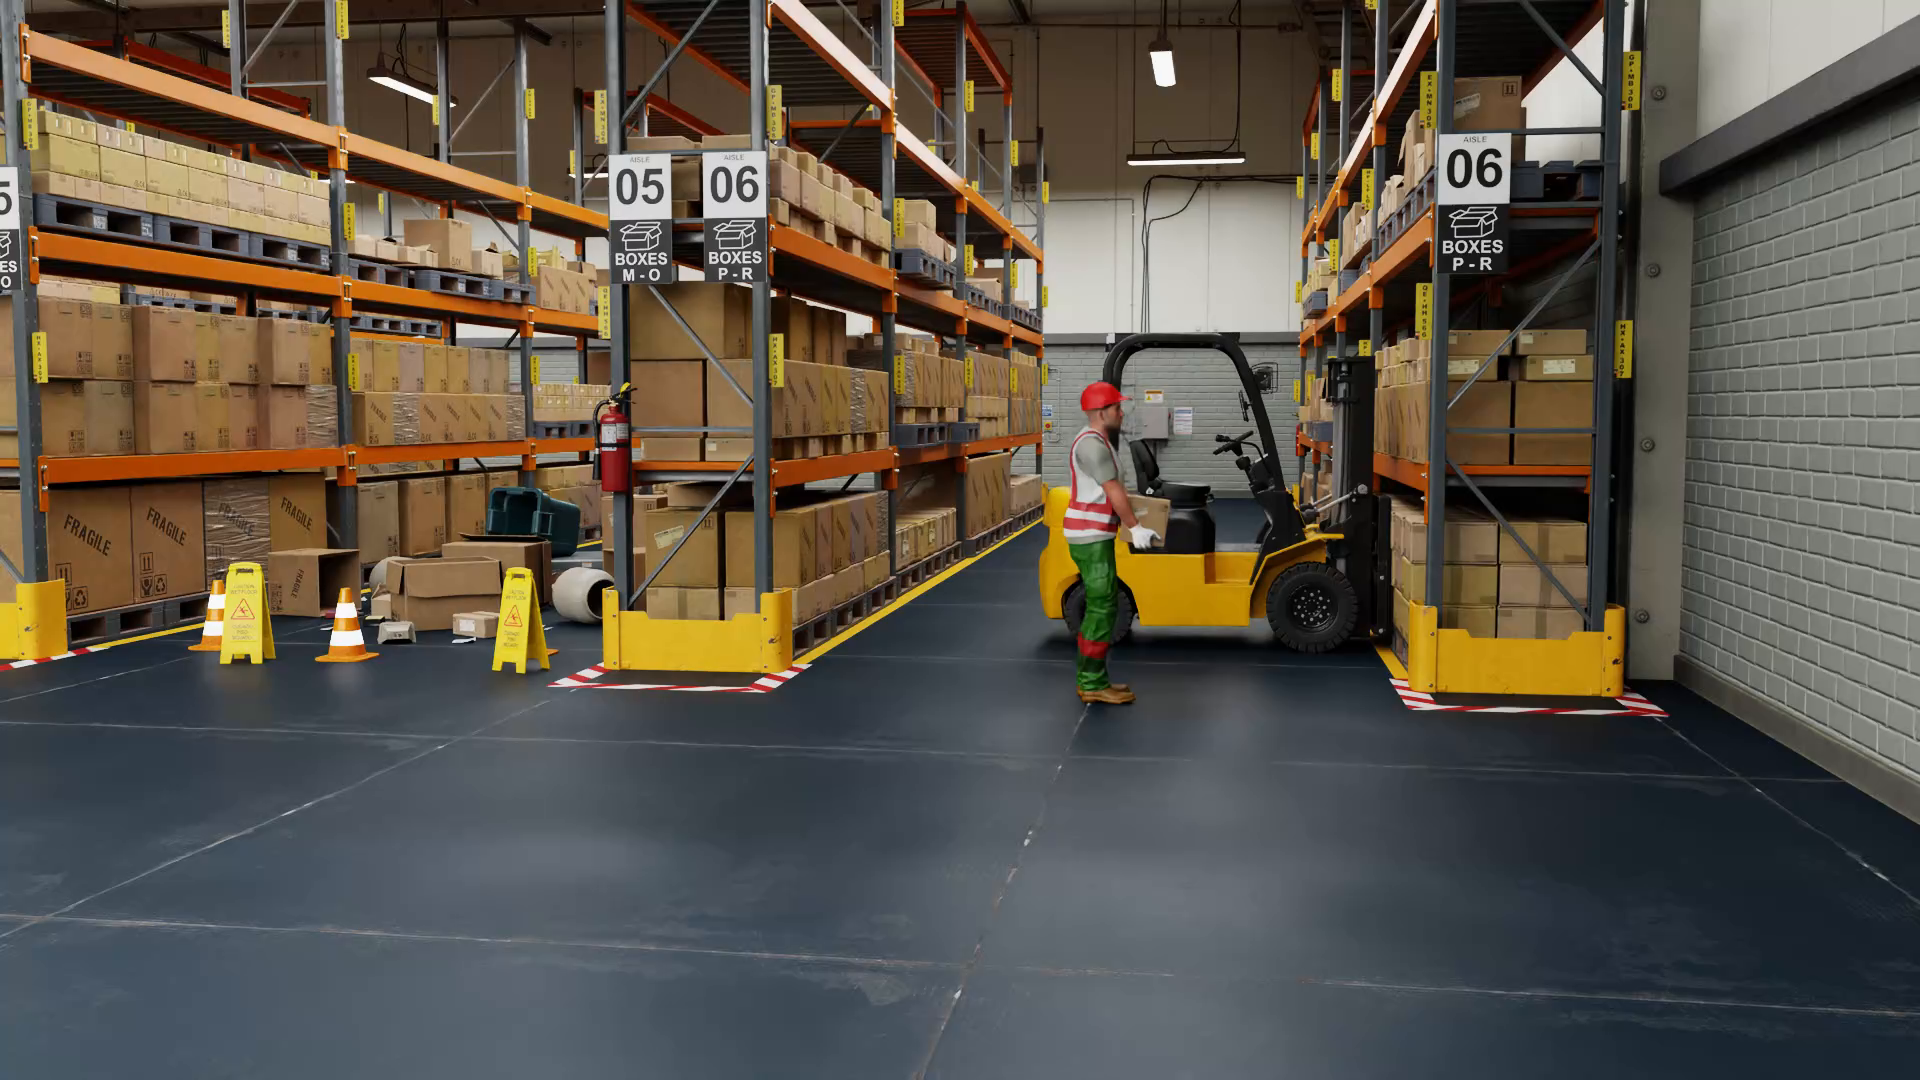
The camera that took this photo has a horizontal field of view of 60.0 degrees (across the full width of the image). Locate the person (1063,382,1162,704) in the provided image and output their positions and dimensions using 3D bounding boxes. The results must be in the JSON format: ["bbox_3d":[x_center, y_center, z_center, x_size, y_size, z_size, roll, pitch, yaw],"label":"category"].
[{"bbox_3d":[0.857,0.008,9.334,0.559,1.784,0.495,1,4,8],"label":"person"}]
